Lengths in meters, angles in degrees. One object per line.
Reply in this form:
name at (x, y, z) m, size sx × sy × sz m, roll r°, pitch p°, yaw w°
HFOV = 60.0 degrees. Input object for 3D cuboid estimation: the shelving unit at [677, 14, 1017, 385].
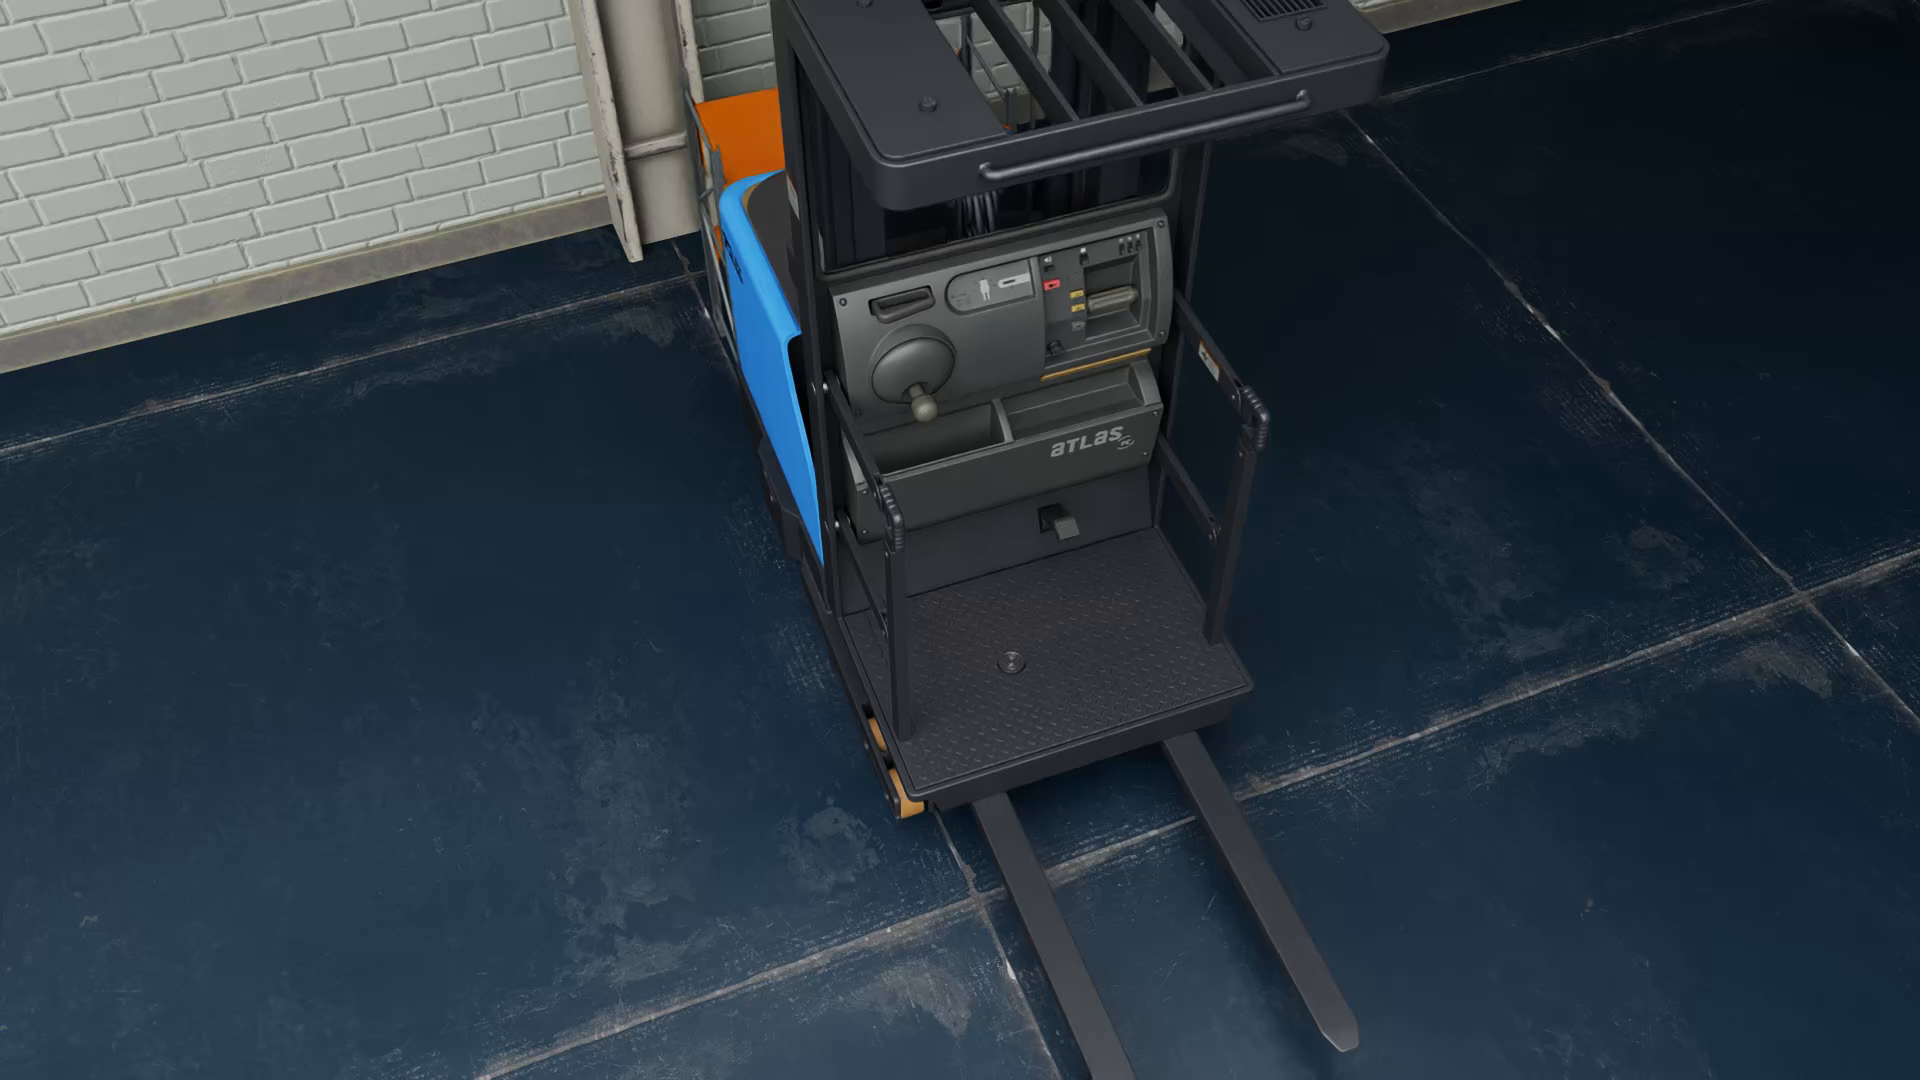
shelving unit at (-0.384, -1.183, 6.025) m, size 1.048 × 1.125 × 0.538 m, roll -15°, pitch 51°, yaw -12°

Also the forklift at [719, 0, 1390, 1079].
forklift at (0.203, -0.482, 4.232) m, size 1.130 × 2.935 × 3.031 m, roll -16°, pitch 51°, yaw -13°

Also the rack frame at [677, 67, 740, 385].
rack frame at (-0.865, -1.057, 5.916) m, size 0.032 × 1.125 × 0.500 m, roll -15°, pitch 51°, yaw -12°

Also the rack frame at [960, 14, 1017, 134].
rack frame at (0.096, -1.310, 6.134) m, size 0.032 × 1.125 × 0.500 m, roll -15°, pitch 51°, yaw -12°

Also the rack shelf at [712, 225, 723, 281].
rack shelf at (-0.384, -1.024, 6.210) m, size 1.000 × 0.278 × 0.538 m, roll -15°, pitch 51°, yaw -12°

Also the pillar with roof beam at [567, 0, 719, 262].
pillar with roof beam at (0.422, -1.192, 0.842) m, size 0.400 × 9.000 × 9.100 m, roll -17°, pitch 52°, yaw -14°

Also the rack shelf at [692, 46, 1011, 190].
rack shelf at (-0.384, -1.374, 5.803) m, size 1.000 × 0.278 × 0.538 m, roll -15°, pitch 51°, yaw -12°
